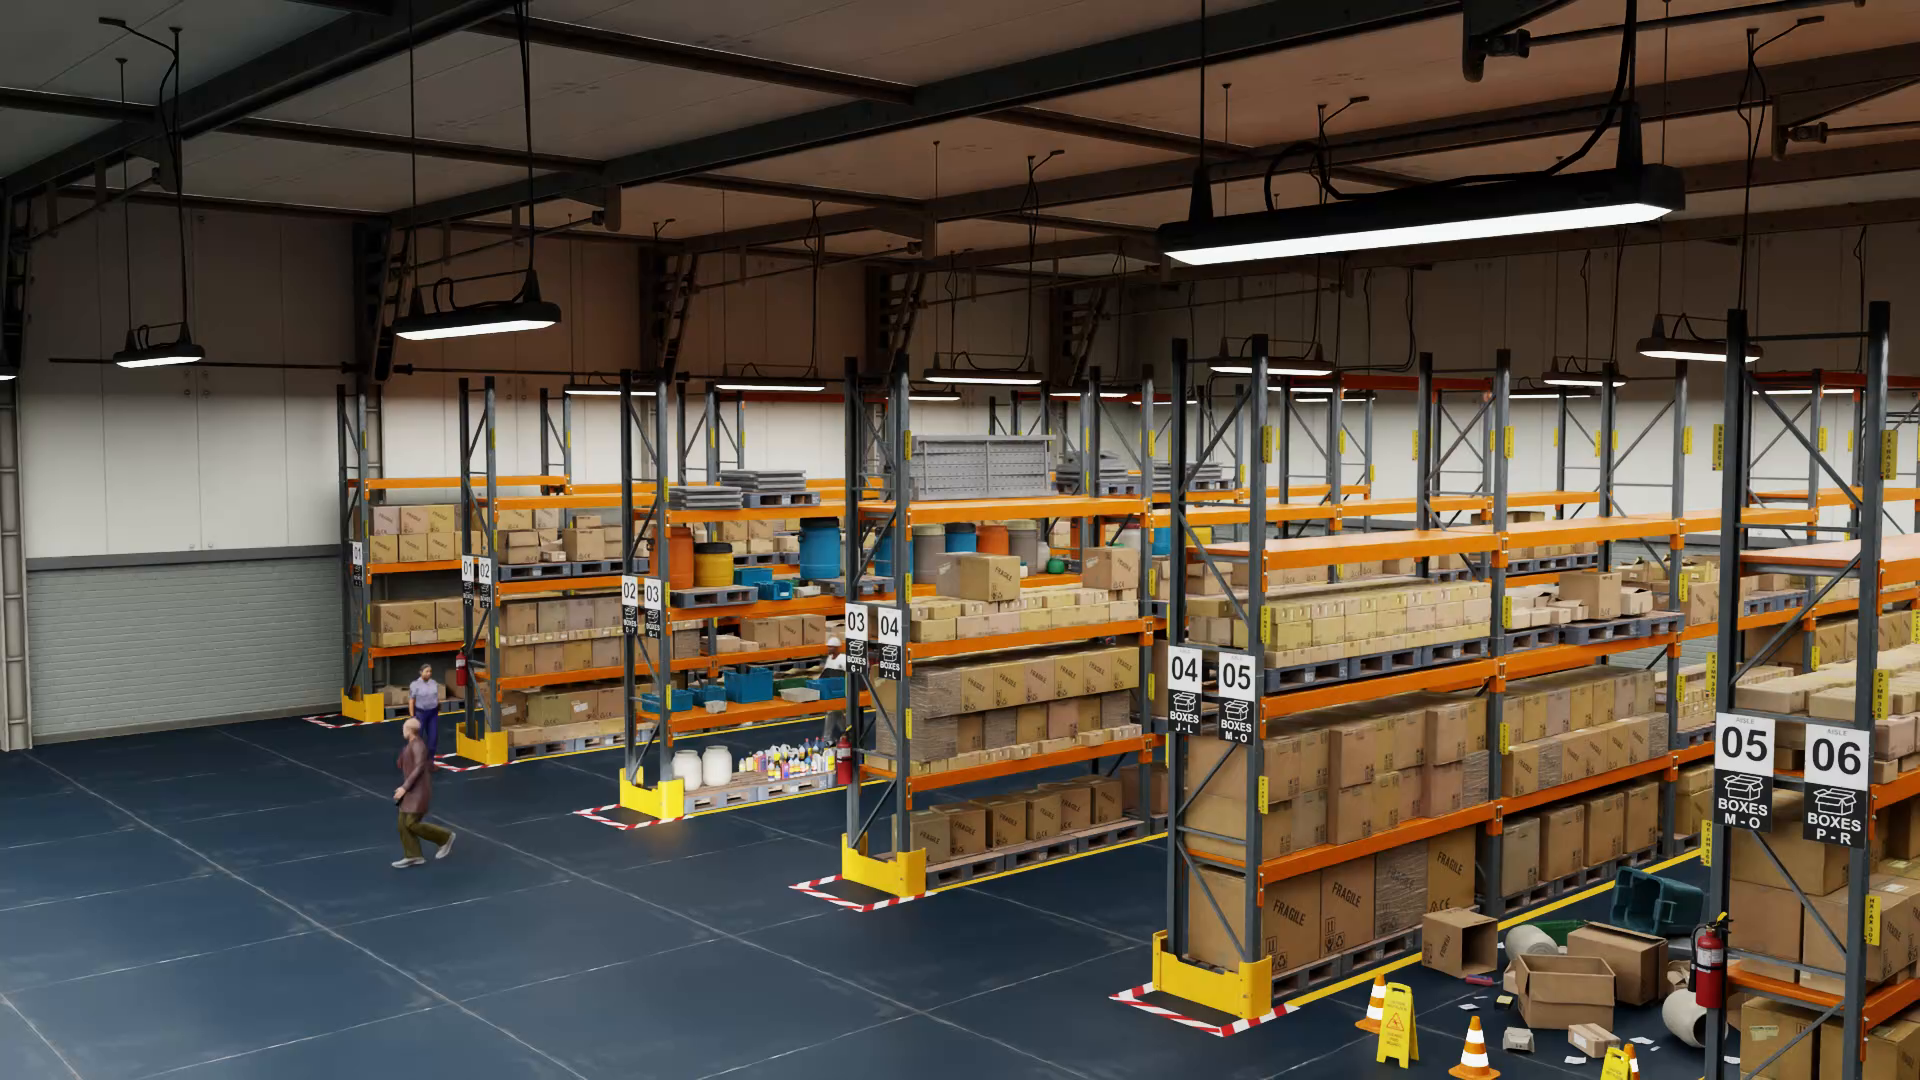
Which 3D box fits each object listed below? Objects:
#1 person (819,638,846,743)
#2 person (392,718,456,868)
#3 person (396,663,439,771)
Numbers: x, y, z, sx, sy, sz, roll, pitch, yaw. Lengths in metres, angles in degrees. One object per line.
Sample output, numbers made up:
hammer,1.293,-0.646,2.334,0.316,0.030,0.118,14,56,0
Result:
person,-2.132,2.483,27.328,0.807,1.751,0.630,-2,4,-31
person,-6.408,2.990,19.810,0.731,1.739,0.634,-2,4,-26
person,-8.216,2.691,25.276,0.577,1.639,0.589,3,5,38
